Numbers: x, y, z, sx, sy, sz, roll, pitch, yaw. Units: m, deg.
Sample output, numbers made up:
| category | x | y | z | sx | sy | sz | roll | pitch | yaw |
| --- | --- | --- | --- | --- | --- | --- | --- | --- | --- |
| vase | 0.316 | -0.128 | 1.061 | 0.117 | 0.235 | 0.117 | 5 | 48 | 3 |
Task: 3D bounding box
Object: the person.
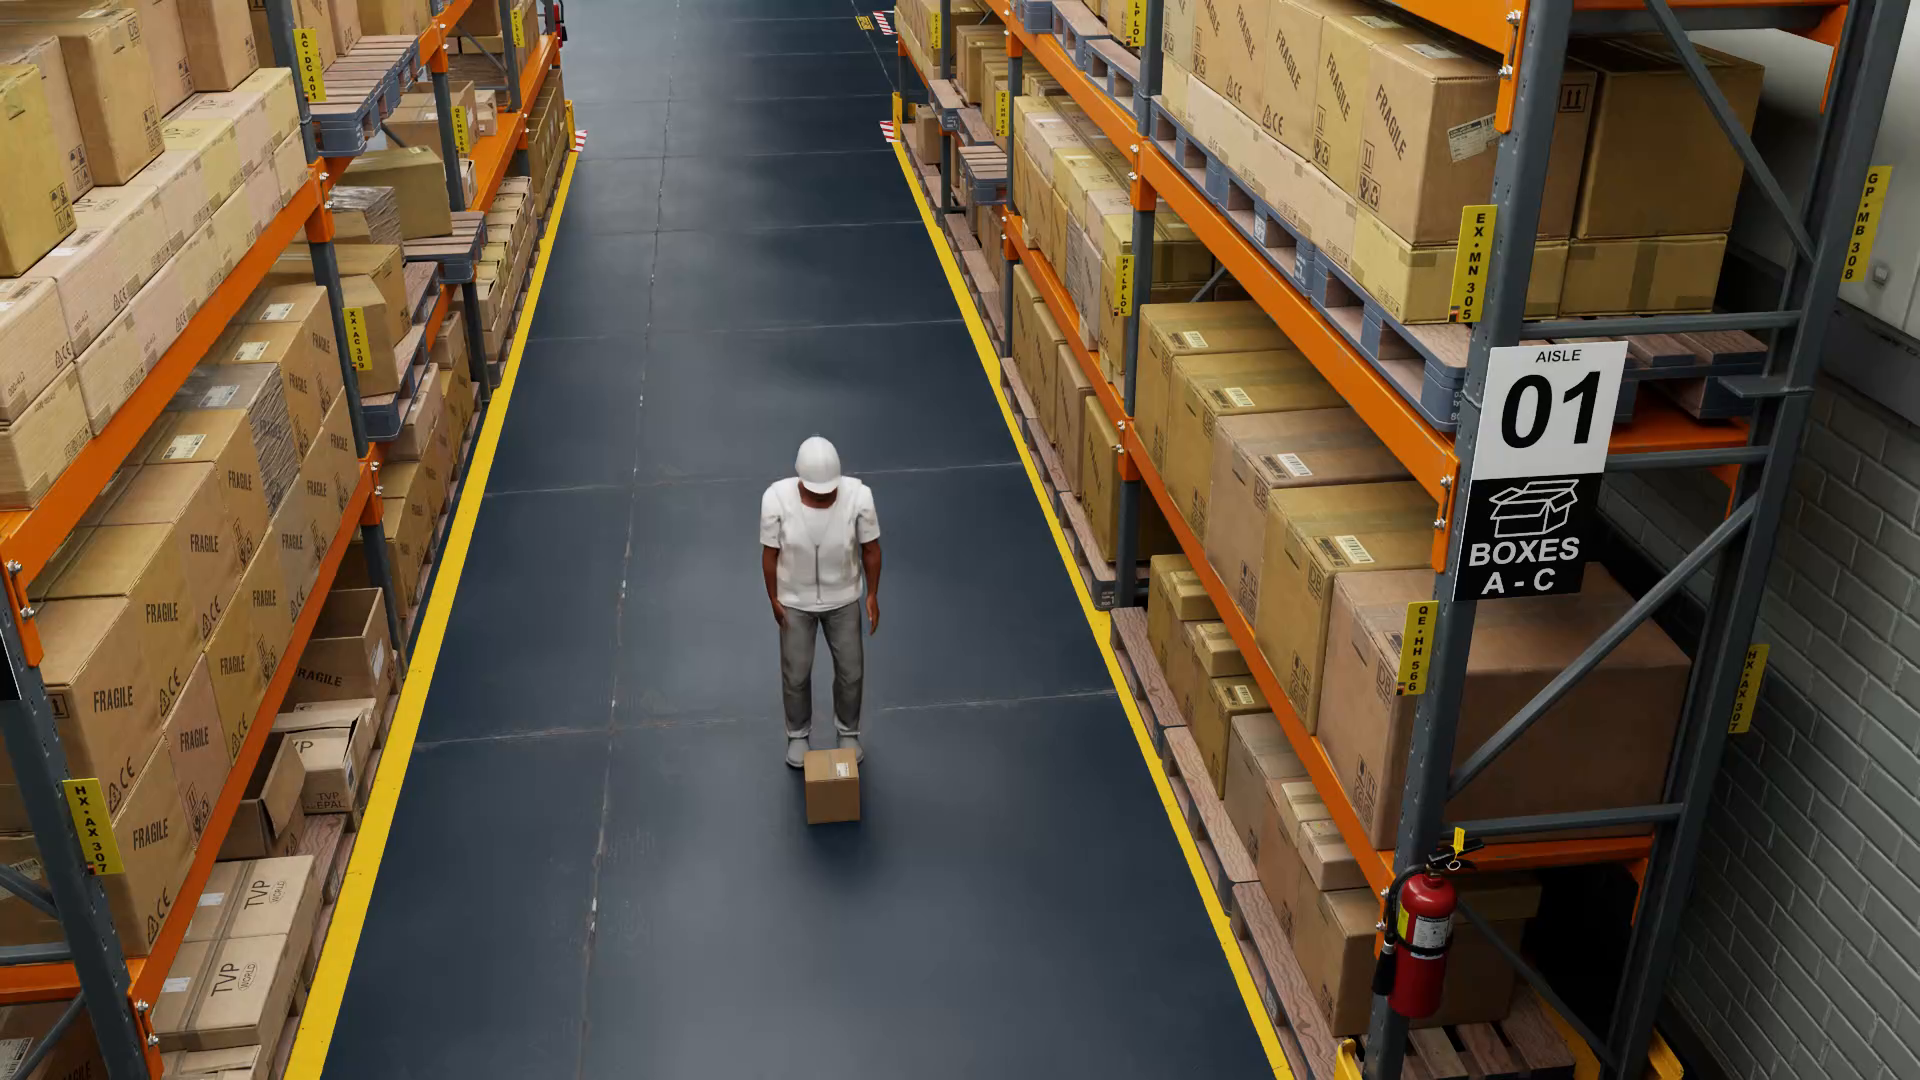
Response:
| category | x | y | z | sx | sy | sz | roll | pitch | yaw |
| --- | --- | --- | --- | --- | --- | --- | --- | --- | --- |
| person | -0.661 | 0.294 | 8.042 | 0.578 | 1.746 | 0.396 | -3 | 27 | -6 |
